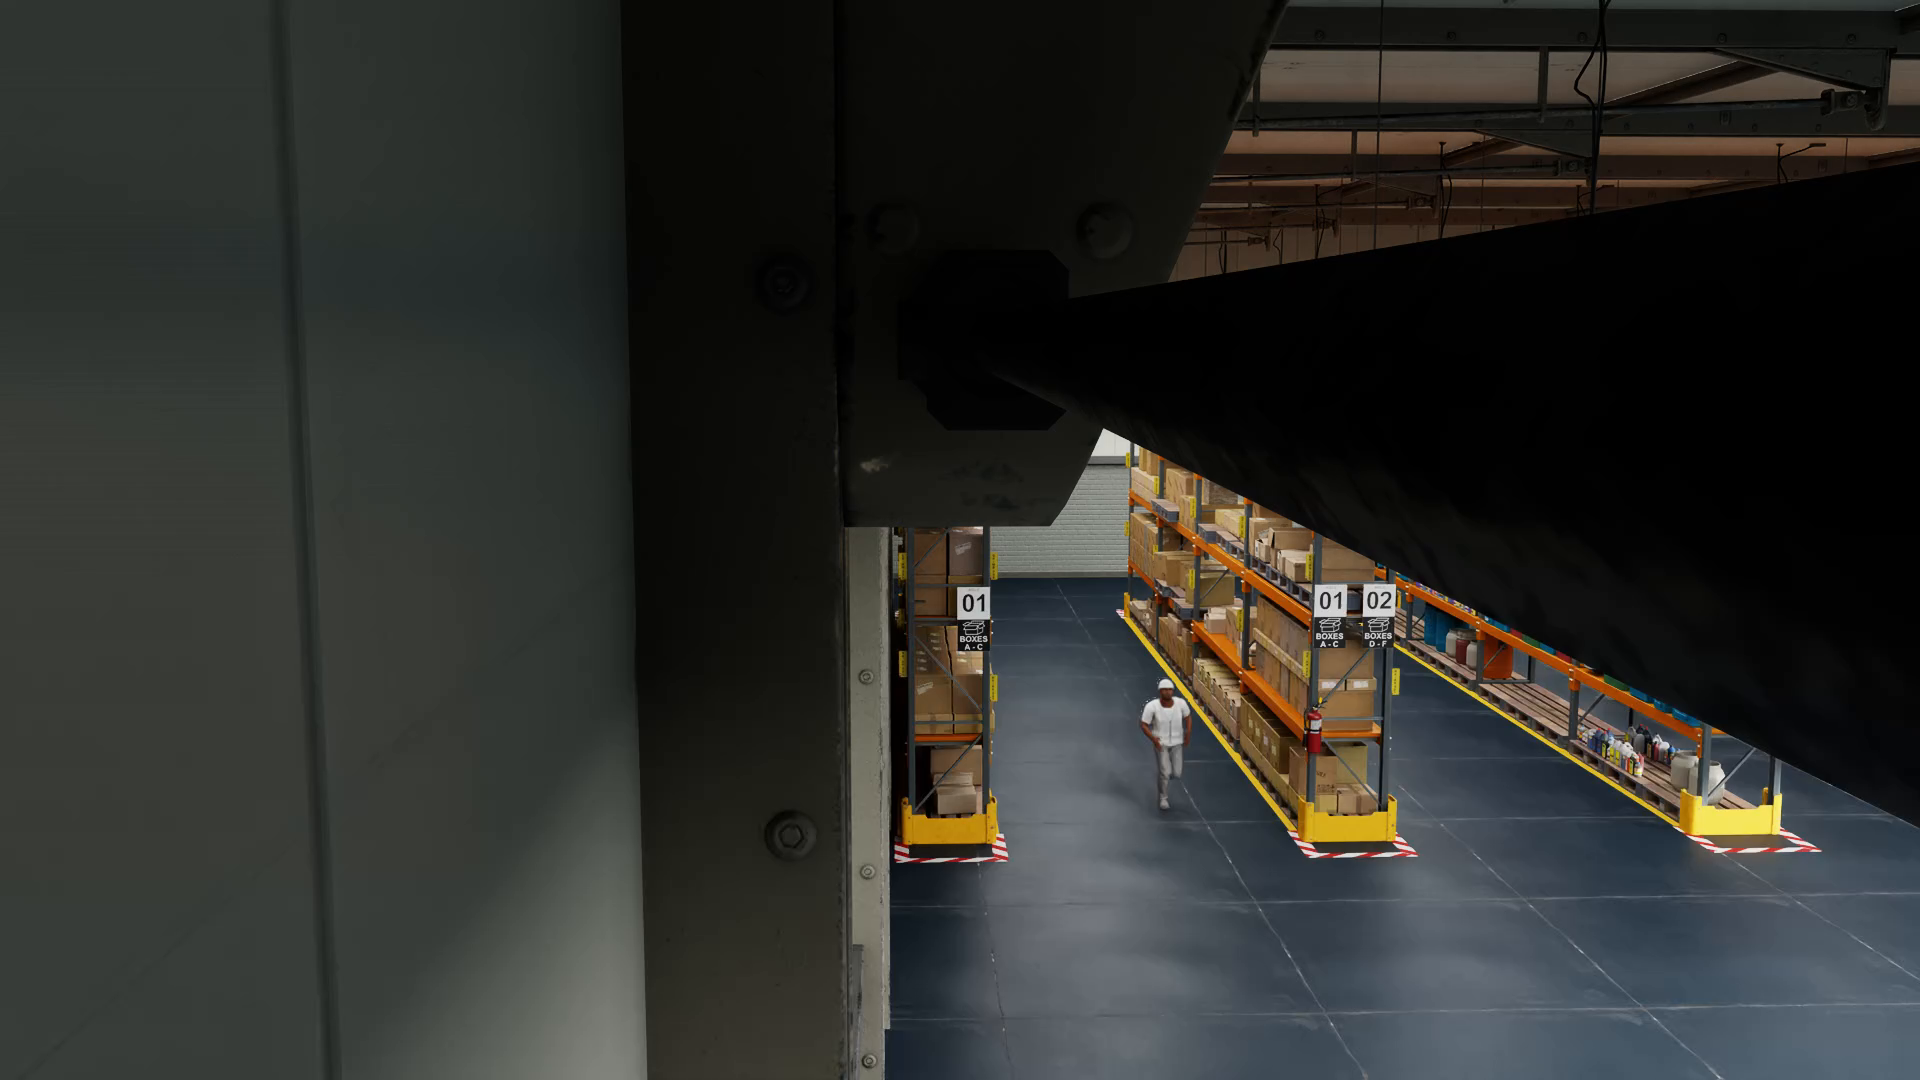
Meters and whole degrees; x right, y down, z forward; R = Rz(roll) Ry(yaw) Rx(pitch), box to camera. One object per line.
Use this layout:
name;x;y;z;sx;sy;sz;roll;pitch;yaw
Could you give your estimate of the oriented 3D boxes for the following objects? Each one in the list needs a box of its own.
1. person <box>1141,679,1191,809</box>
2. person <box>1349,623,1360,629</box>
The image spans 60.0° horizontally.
person;2.732;2.675;21.975;0.714;1.730;0.661;-1;7;-9
person;6.649;1.778;29.136;0.655;1.717;0.850;-1;7;-7
